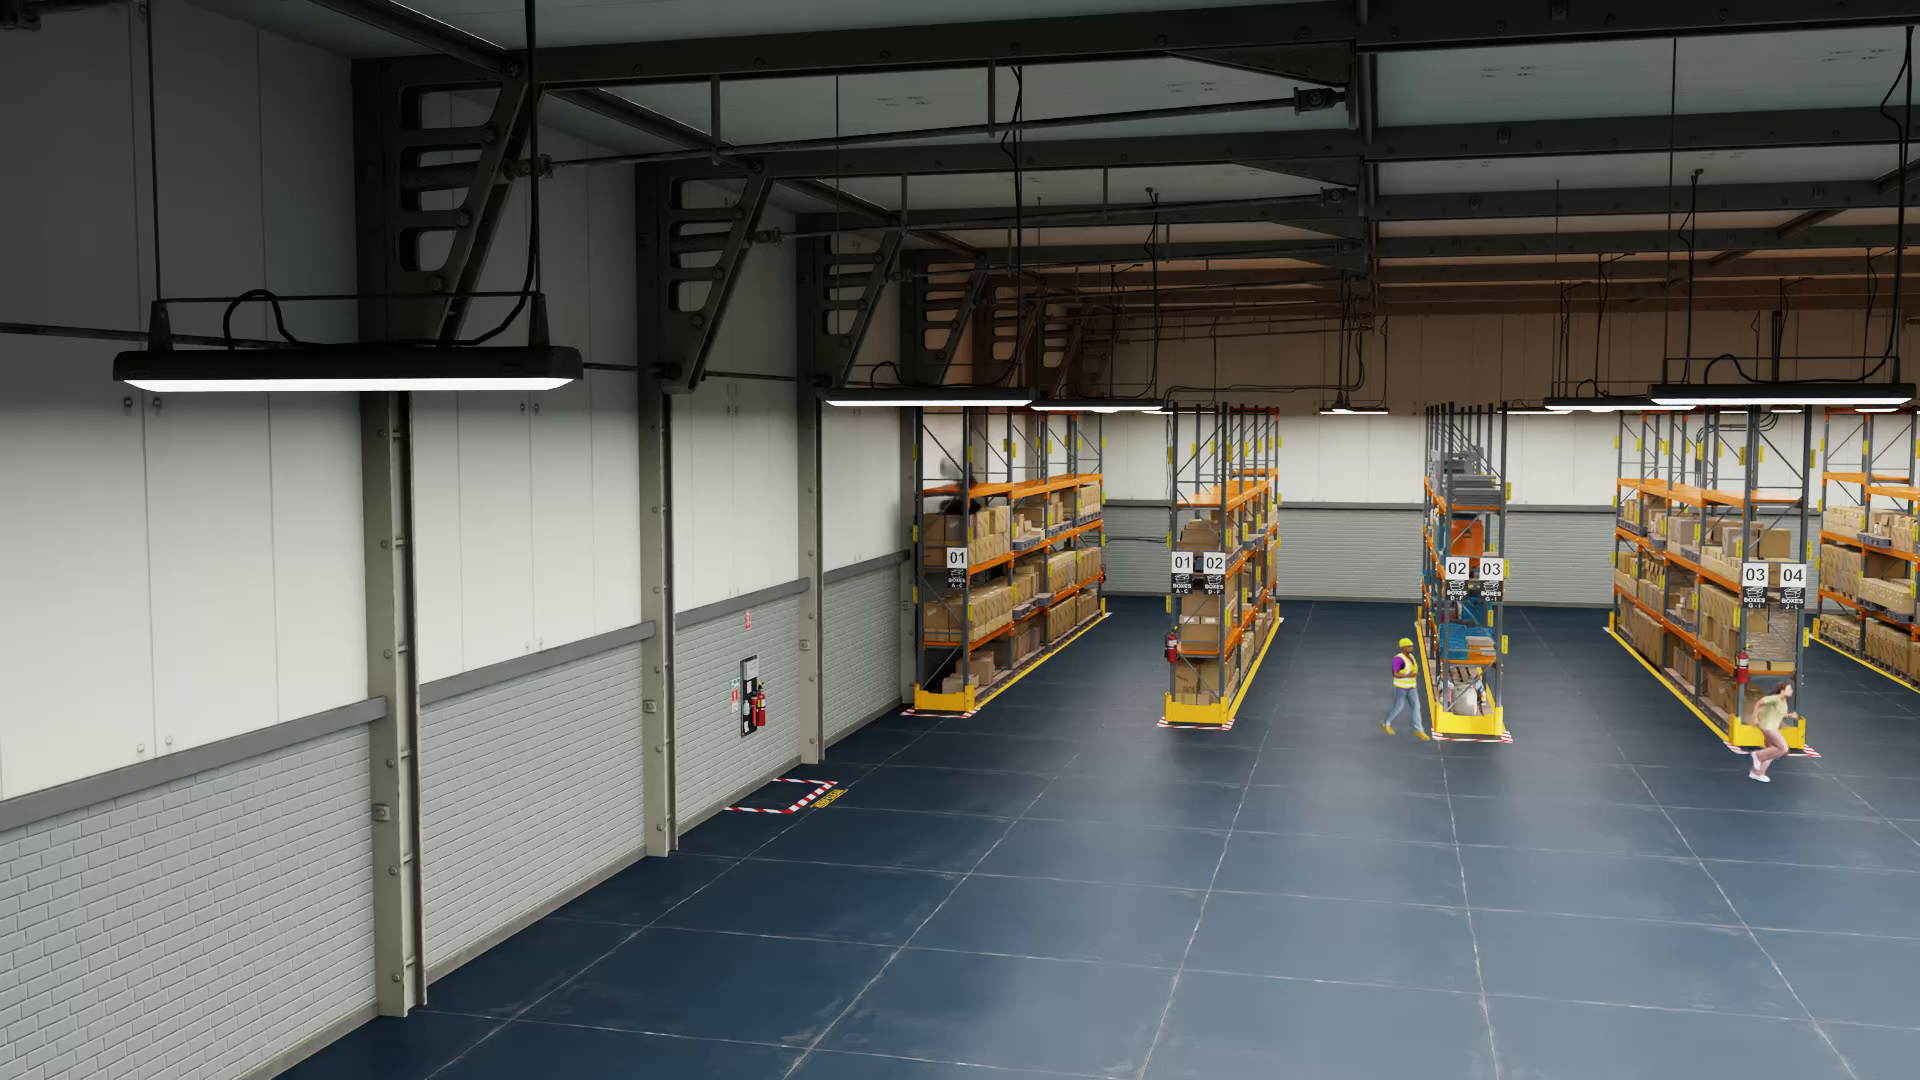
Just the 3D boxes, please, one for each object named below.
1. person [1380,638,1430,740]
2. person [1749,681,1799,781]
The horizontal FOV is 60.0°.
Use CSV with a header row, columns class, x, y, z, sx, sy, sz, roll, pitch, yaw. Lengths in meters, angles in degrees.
class,x,y,z,sx,sy,sz,roll,pitch,yaw
person,7.903,2.625,29.521,0.703,1.769,0.962,-3,5,-36
person,12.798,3.001,26.131,0.681,1.594,0.569,4,6,41
